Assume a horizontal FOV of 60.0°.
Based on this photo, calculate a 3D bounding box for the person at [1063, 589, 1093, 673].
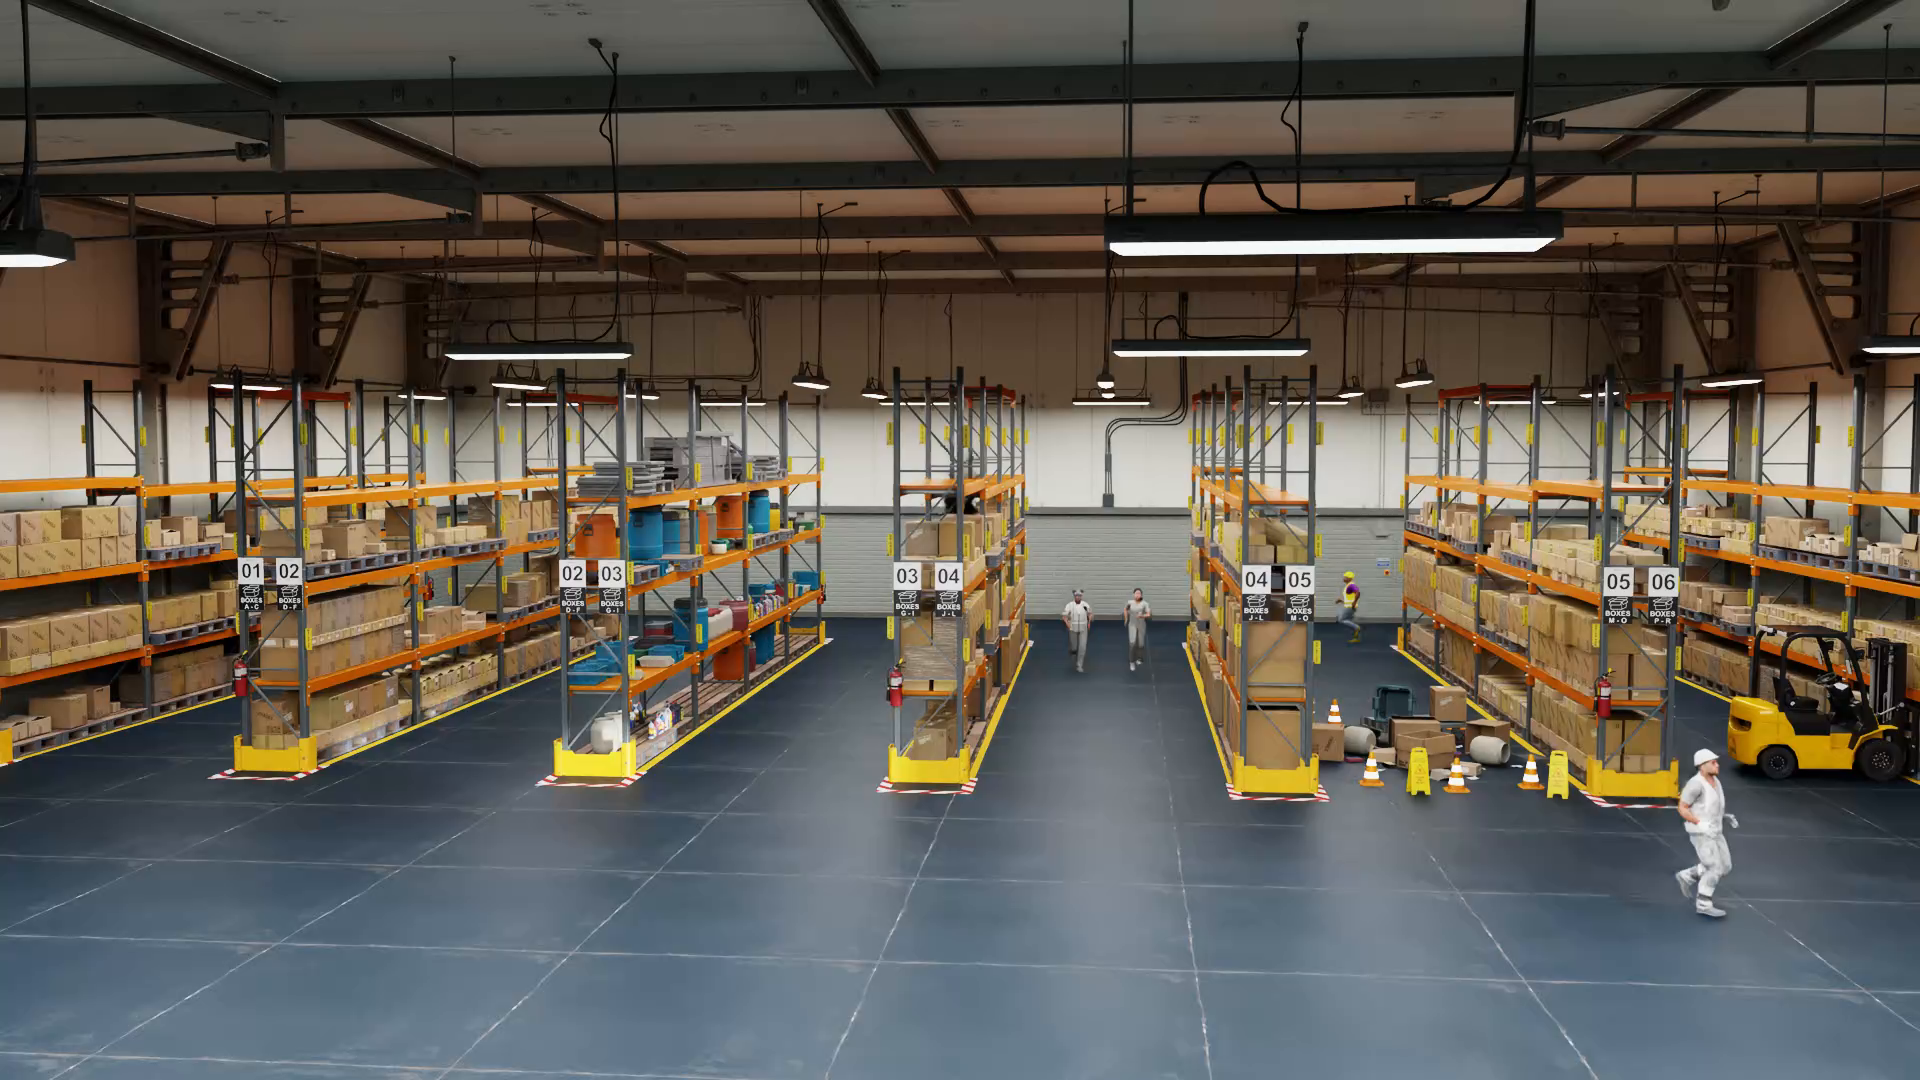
[{"bbox_3d":[2.533,1.924,35.682,0.663,1.772,0.816,0,4,-2],"label":"person"}]

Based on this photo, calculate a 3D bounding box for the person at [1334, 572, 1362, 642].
[{"bbox_3d":[9.444,1.632,40.442,0.658,1.718,0.736,1,4,11],"label":"person"}]

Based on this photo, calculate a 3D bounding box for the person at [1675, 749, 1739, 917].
[{"bbox_3d":[7.756,3.048,17.396,0.643,1.742,0.612,-3,5,-38],"label":"person"}]

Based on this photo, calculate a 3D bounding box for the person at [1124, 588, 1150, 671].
[{"bbox_3d":[3.667,1.836,34.474,0.533,1.692,0.750,0,4,5],"label":"person"}]
